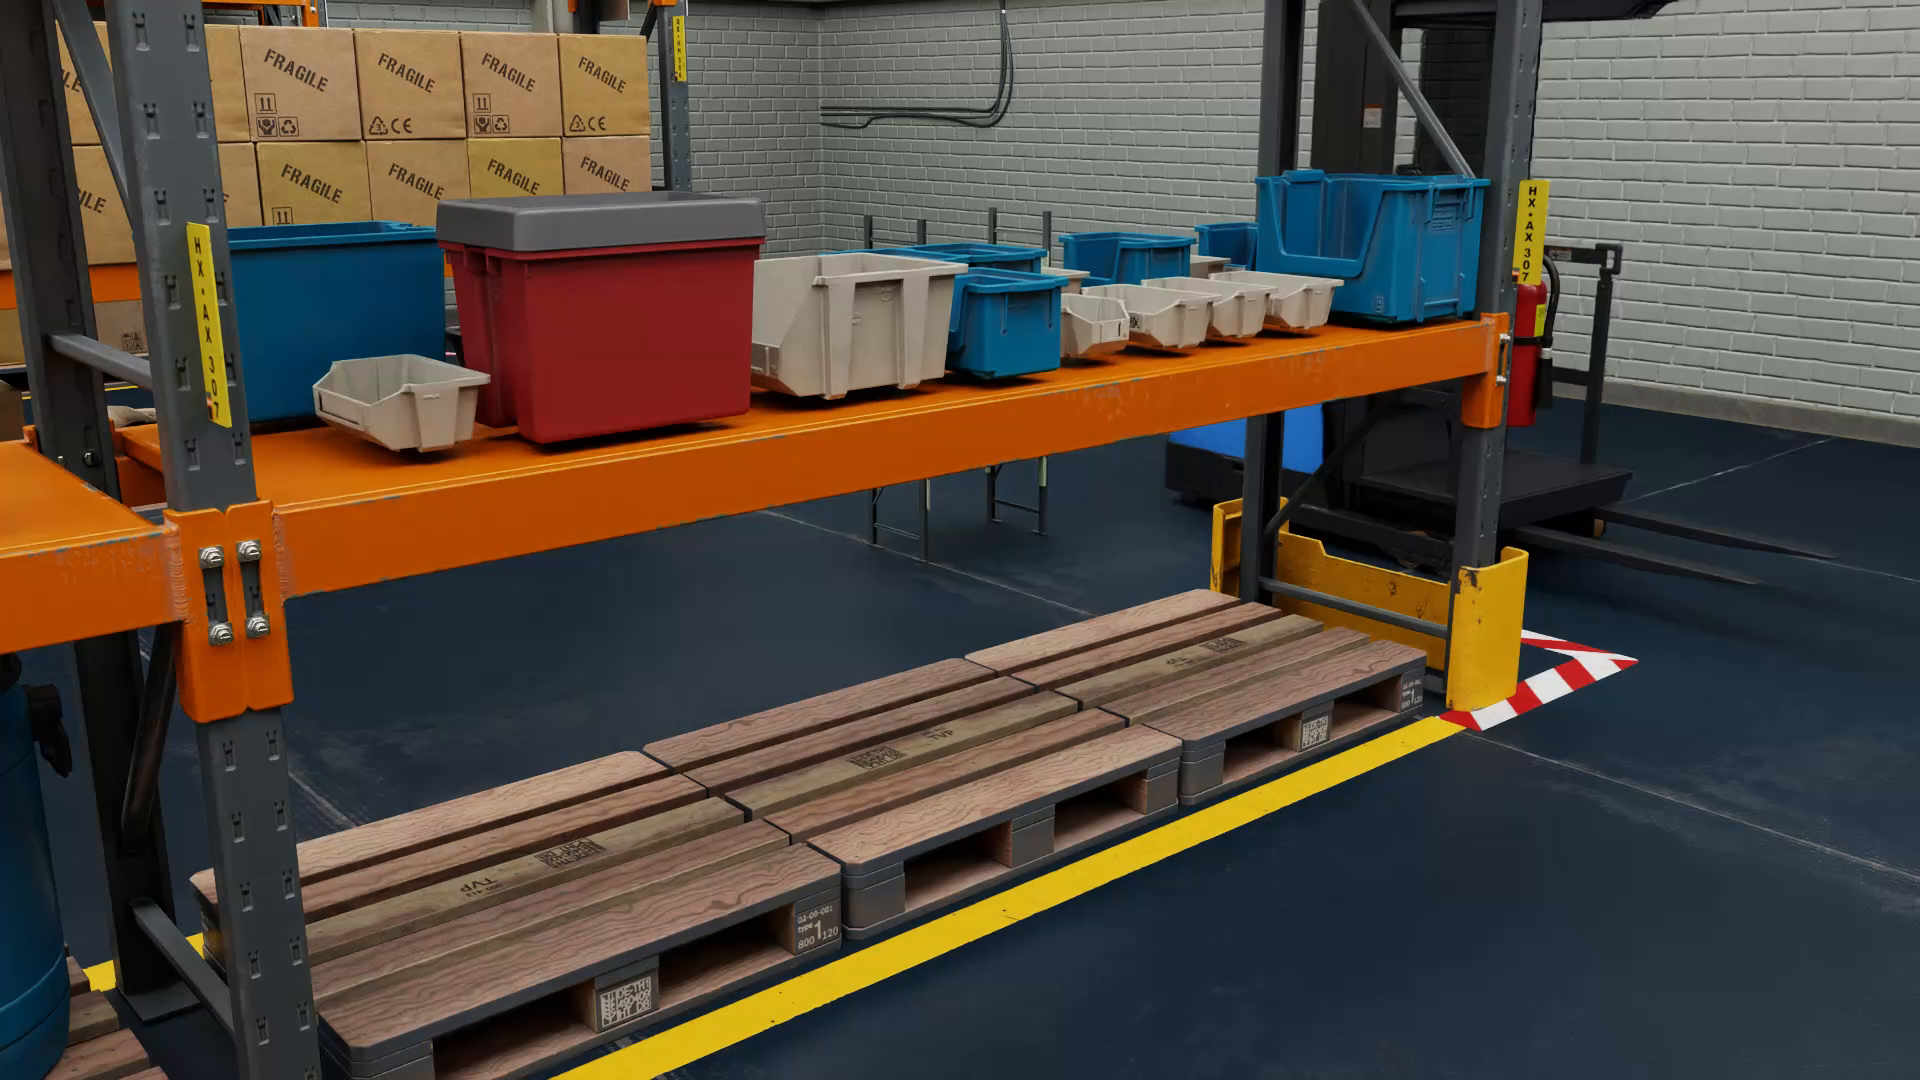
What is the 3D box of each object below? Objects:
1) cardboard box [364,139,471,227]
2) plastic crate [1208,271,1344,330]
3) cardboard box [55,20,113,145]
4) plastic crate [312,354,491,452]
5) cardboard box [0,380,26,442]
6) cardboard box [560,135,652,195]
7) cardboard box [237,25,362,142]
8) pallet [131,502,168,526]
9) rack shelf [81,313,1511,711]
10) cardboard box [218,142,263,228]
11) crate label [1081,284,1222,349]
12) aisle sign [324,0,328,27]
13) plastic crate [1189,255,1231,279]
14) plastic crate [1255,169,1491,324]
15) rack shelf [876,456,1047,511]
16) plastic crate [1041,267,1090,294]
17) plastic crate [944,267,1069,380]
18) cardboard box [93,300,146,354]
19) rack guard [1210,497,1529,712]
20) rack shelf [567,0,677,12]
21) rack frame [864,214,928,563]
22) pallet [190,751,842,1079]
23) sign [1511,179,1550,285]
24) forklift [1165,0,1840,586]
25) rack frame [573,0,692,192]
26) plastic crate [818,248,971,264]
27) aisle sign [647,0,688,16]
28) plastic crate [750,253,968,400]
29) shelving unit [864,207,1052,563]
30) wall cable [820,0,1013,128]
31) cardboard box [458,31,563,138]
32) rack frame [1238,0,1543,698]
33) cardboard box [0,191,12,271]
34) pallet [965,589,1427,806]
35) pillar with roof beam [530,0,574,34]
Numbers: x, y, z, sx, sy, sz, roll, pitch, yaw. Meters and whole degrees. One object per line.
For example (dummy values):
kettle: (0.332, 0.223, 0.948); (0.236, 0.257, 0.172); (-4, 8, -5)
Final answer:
cardboard box: (-2.742, -1.713, 8.156); (0.500, 0.500, 0.500); (-12, 19, -39)
plastic crate: (0.938, -0.729, 5.060); (0.243, 0.136, 0.396); (-13, 19, -39)
cardboard box: (-3.903, -1.932, 7.038); (0.500, 0.500, 0.500); (-13, 20, -41)
plastic crate: (-1.138, -0.276, 3.364); (0.243, 0.136, 0.396); (-13, 19, -39)
cardboard box: (-4.588, -0.445, 7.593); (0.500, 0.500, 0.500); (-13, 19, -39)
cardboard box: (-1.973, -1.885, 8.800); (0.500, 0.500, 0.500); (-12, 19, -38)
cardboard box: (-3.126, -2.106, 7.692); (0.500, 0.500, 0.500); (-12, 19, -38)
pallet: (-4.313, -0.057, 7.554); (1.213, 0.211, 1.003); (-13, 19, -39)
rack shelf: (-0.074, -0.314, 4.508); (4.000, 0.370, 1.077); (-13, 19, -39)
cardboard box: (-3.505, -1.541, 7.513); (0.500, 0.500, 0.500); (-13, 20, -40)
crate label: (0.516, -0.631, 4.693); (0.243, 0.136, 0.396); (-13, 19, -39)
aisle sign: (-4.818, -4.139, 12.395); (0.004, 0.787, 0.394); (-13, 19, -39)
plastic crate: (0.736, -0.886, 5.650); (0.298, 0.136, 0.250); (-13, 19, -39)
plastic crate: (1.304, -0.954, 5.322); (0.499, 0.435, 0.616); (-13, 19, -39)
rack shelf: (-0.005, -0.408, 7.636); (0.720, 0.370, 0.431); (-13, 19, -39)
plastic crate: (0.224, -0.771, 5.220); (0.298, 0.136, 0.250); (-13, 19, -39)
plastic crate: (0.054, -0.551, 4.208); (0.300, 0.233, 0.416); (-13, 19, -39)
cardboard box: (-6.288, -1.616, 12.018); (0.500, 0.500, 0.700); (-13, 20, -41)
rack guard: (1.444, 0.201, 6.031); (0.348, 0.500, 1.175); (-13, 19, -39)
rack shelf: (-3.323, -2.728, 7.733); (4.000, 0.370, 1.077); (-13, 19, -39)
rack frame: (-0.281, -0.661, 7.320); (0.023, 1.500, 0.400); (-13, 19, -39)
pallet: (-1.054, 0.892, 4.001); (1.213, 0.211, 1.003); (-13, 19, -39)
sign: (1.808, -0.975, 5.272); (0.005, 0.325, 0.100); (-13, 19, -39)
forklift: (2.339, -1.396, 7.296); (1.130, 2.935, 3.031); (-11, 19, -36)
rack frame: (-1.814, -1.965, 9.296); (0.127, 3.000, 1.000); (-13, 19, -39)
plastic crate: (-0.188, -0.697, 4.755); (0.300, 0.233, 0.416); (-13, 19, -39)
aisle sign: (-1.562, -3.173, 8.780); (0.004, 0.787, 0.394); (-13, 19, -39)
plastic crate: (-0.310, -0.517, 3.988); (0.530, 0.282, 0.437); (-13, 19, -39)
shelving unit: (-0.005, -0.723, 7.552); (0.755, 1.500, 0.431); (-13, 19, -39)
wall cable: (-0.568, -5.216, 15.857); (0.112, 2.526, 3.097); (-13, 19, -39)
cardboard box: (-2.350, -2.282, 8.350); (0.500, 0.500, 0.500); (-12, 19, -38)
rack frame: (1.434, -1.001, 5.683); (0.127, 3.000, 1.000); (-13, 19, -39)
cardboard box: (-4.268, -1.369, 6.871); (0.500, 0.500, 0.500); (-12, 19, -38)
pallet: (0.787, 0.479, 5.548); (1.213, 0.211, 1.003); (-13, 19, -39)
pillar with roof beam: (-0.774, -5.615, 11.335); (0.400, 9.000, 9.100); (-13, 19, -39)
